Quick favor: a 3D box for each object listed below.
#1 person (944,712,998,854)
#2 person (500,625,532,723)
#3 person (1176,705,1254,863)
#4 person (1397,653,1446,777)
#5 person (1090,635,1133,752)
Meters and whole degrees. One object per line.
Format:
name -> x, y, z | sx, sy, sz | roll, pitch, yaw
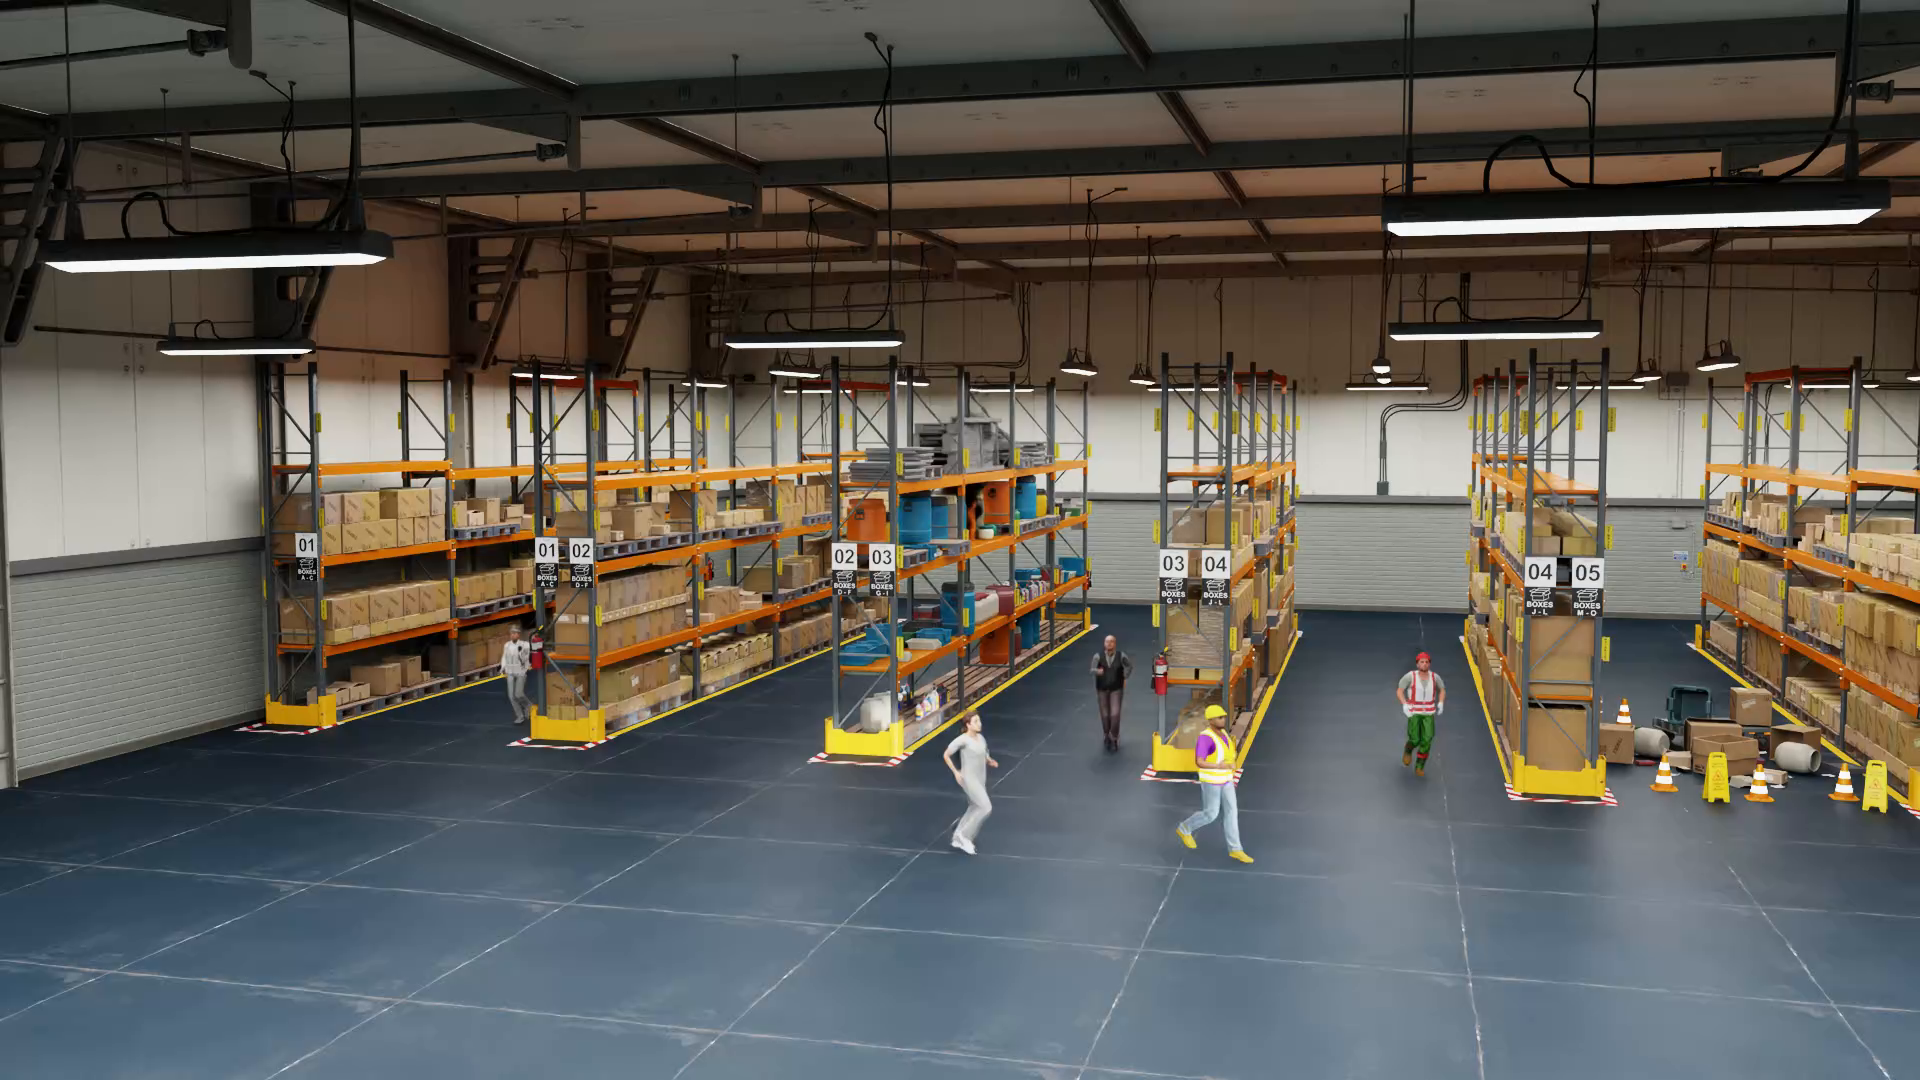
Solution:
person -> 0.164, 2.807, 19.263 | 0.653, 1.641, 0.538 | 3, 5, 35
person -> -7.382, 2.228, 27.677 | 0.592, 1.651, 0.539 | 1, 4, 11
person -> 2.921, 2.764, 19.022 | 0.972, 1.765, 0.701 | 4, 5, 42
person -> 6.585, 2.466, 23.733 | 0.690, 1.754, 0.583 | 0, 4, 1
person -> 2.305, 2.352, 25.525 | 0.638, 1.778, 0.719 | 1, 4, 13
